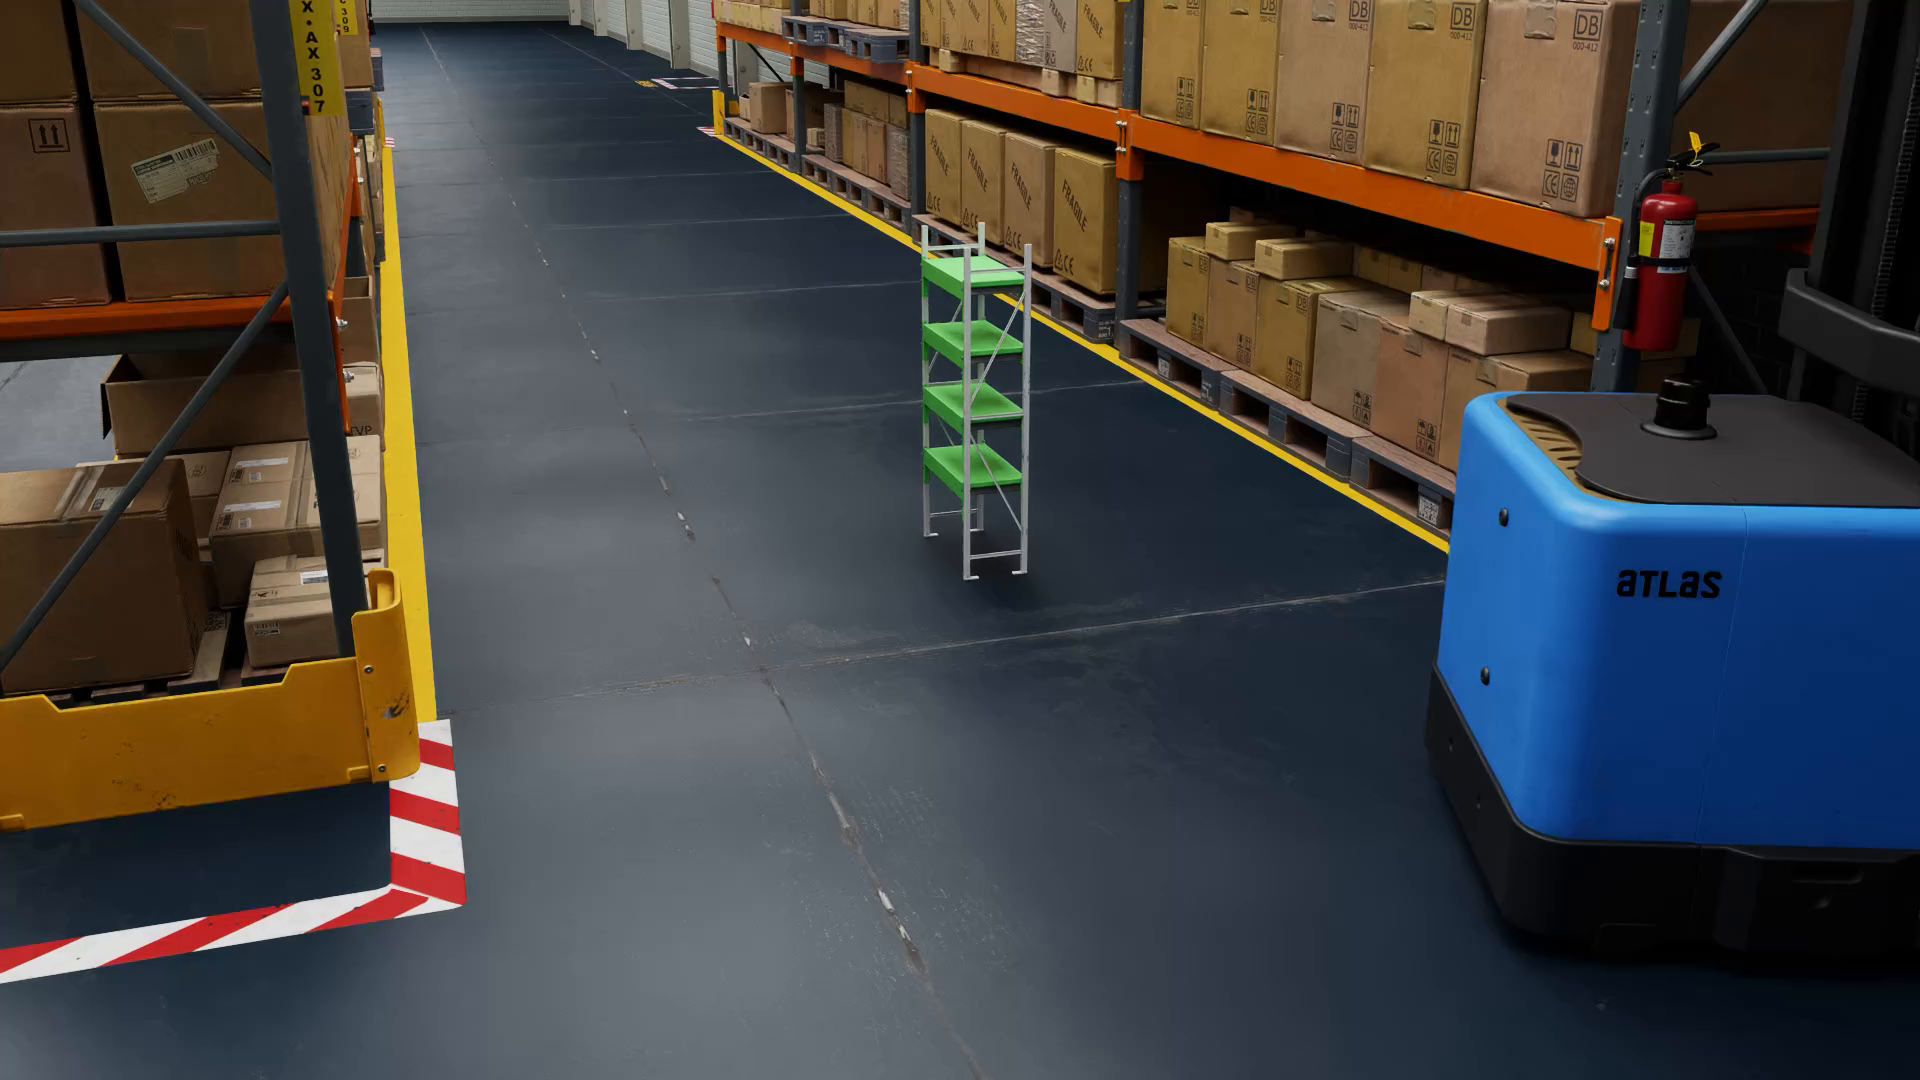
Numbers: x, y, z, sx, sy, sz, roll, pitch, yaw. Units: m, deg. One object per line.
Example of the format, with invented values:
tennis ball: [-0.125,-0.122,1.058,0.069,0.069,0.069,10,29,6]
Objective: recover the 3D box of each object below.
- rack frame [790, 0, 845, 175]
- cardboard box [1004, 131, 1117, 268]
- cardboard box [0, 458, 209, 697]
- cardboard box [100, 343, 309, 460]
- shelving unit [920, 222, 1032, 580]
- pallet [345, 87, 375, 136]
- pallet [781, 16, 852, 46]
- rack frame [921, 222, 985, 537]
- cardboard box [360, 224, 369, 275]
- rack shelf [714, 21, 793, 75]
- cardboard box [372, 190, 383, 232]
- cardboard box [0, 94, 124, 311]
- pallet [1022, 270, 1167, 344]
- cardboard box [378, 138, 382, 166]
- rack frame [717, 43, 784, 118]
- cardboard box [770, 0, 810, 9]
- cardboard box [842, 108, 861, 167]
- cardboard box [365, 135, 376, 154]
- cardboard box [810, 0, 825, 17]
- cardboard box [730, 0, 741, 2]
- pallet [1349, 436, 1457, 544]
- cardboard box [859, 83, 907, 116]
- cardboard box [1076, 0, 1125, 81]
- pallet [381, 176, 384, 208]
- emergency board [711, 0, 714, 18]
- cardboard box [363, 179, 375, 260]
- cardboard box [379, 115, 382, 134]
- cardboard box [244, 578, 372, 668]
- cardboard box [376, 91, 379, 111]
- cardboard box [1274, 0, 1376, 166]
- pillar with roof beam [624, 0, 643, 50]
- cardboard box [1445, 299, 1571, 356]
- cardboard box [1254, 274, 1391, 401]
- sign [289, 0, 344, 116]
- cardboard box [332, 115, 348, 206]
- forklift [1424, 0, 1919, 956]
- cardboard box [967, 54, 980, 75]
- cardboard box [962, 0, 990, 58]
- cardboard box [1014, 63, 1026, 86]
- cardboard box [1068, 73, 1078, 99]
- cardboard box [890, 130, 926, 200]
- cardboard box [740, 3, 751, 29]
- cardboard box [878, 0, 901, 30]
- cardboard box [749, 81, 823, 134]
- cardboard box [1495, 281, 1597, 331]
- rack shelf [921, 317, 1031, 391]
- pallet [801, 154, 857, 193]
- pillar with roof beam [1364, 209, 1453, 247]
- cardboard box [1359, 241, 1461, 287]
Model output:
rack frame: [-1.147,-5.105,16.192,1.000,3.000,0.127,-6,21,-17]
cardboard box: [0.758,-2.203,10.672,0.750,0.750,0.750,-6,21,-16]
cardboard box: [-2.481,0.095,4.763,0.500,0.500,0.500,-6,21,-17]
cardboard box: [-2.738,-0.440,6.246,0.797,0.503,0.637,-6,21,-17]
shelving unit: [0.052,-0.512,6.066,0.258,1.200,0.503,-6,21,-17]
pallet: [-3.481,-2.188,8.354,1.003,0.211,1.213,-6,21,-17]
pallet: [-1.045,-4.754,15.498,1.003,0.211,1.213,-6,21,-17]
rack frame: [-0.025,-0.590,6.284,0.240,1.200,0.015,-6,21,-17]
cardboard box: [-3.433,-1.392,8.901,0.500,0.500,0.500,-6,21,-16]
rack shelf: [-1.775,-5.408,18.100,1.077,0.370,4.000,-6,21,-17]
cardboard box: [-4.477,-2.397,12.098,0.500,0.250,0.500,-6,21,-17]
cardboard box: [-2.476,-0.888,4.305,0.500,0.500,0.500,-6,21,-16]
pallet: [1.054,-1.465,10.183,1.003,0.211,1.213,-6,21,-17]
cardboard box: [-5.706,-3.662,15.621,0.500,0.250,0.500,-6,21,-17]
rack frame: [-2.404,-6.389,19.766,1.000,3.000,0.127,-6,21,-17]
cardboard box: [-1.589,-5.516,16.418,0.500,0.500,0.500,-6,21,-17]
cardboard box: [-0.690,-3.741,15.440,0.700,0.500,0.500,-7,21,-18]
cardboard box: [-4.808,-2.992,12.926,0.500,0.311,0.500,-7,21,-19]
cardboard box: [-1.019,-5.192,15.636,0.700,0.500,0.500,-6,21,-17]
cardboard box: [-2.237,-6.169,18.237,0.500,0.500,0.500,-7,21,-19]
pallet: [2.299,-0.190,6.633,1.003,0.211,1.213,-6,21,-17]
cardboard box: [-0.591,-3.947,14.904,0.500,0.250,0.500,-7,21,-19]
cardboard box: [0.983,-2.856,9.312,0.500,0.500,0.500,-7,21,-18]
pallet: [-5.580,-3.033,14.548,1.003,0.211,1.213,-6,21,-17]
emergency board: [-3.989,-8.978,26.976,0.194,1.169,0.643,-6,21,-17]
cardboard box: [-4.074,-2.049,10.731,0.500,0.500,0.500,-6,20,-15]
cardboard box: [-6.488,-4.465,17.856,0.500,0.250,0.500,-6,21,-17]
cardboard box: [-1.882,0.237,4.885,0.380,0.149,0.250,-6,21,-17]
cardboard box: [-6.326,-4.658,17.284,0.500,0.500,0.500,-6,21,-17]
cardboard box: [1.985,-2.036,7.203,0.980,0.700,0.700,-7,21,-20]
pillar with roof beam: [-11.107,-14.398,33.190,9.100,9.000,0.400,-6,21,-17]
cardboard box: [2.097,-0.816,6.369,0.380,0.149,0.250,-7,21,-18]
cardboard box: [1.819,-0.982,7.788,0.700,0.500,0.500,-6,21,-16]
sign: [-1.562,-1.192,4.016,0.100,0.325,0.005,-6,21,-17]
cardboard box: [-2.443,-1.431,5.815,0.500,0.500,0.500,-6,21,-16]
forklift: [2.779,-0.572,3.674,3.031,2.935,1.130,1,20,3]
cardboard box: [0.264,-3.339,11.616,0.380,0.149,0.250,-7,21,-18]
cardboard box: [0.331,-3.506,11.123,0.500,0.500,0.500,-6,21,-17]
cardboard box: [0.562,-3.006,10.690,0.380,0.149,0.250,-6,21,-15]
cardboard box: [0.852,-2.674,9.765,0.380,0.149,0.250,-6,21,-16]
cardboard box: [-0.165,-3.077,13.594,0.700,0.500,0.500,-6,21,-16]
cardboard box: [-2.064,-5.645,17.889,0.500,0.250,0.500,-6,21,-17]
cardboard box: [-0.248,-4.402,13.435,0.700,0.500,0.500,-8,21,-22]
cardboard box: [-1.910,-4.764,18.289,0.700,0.500,0.500,-8,21,-21]
cardboard box: [2.379,-0.938,6.708,0.380,0.149,0.250,-6,21,-17]
rack shelf: [0.052,-0.677,6.006,0.258,0.148,0.480,-6,21,-17]
pallet: [-0.901,-3.543,15.968,1.003,0.211,1.213,-6,21,-17]
pillar with roof beam: [-1.678,-4.771,6.387,9.100,9.000,0.400,-6,21,-17]
cardboard box: [2.060,-1.264,7.614,0.380,0.149,0.250,-7,21,-18]
